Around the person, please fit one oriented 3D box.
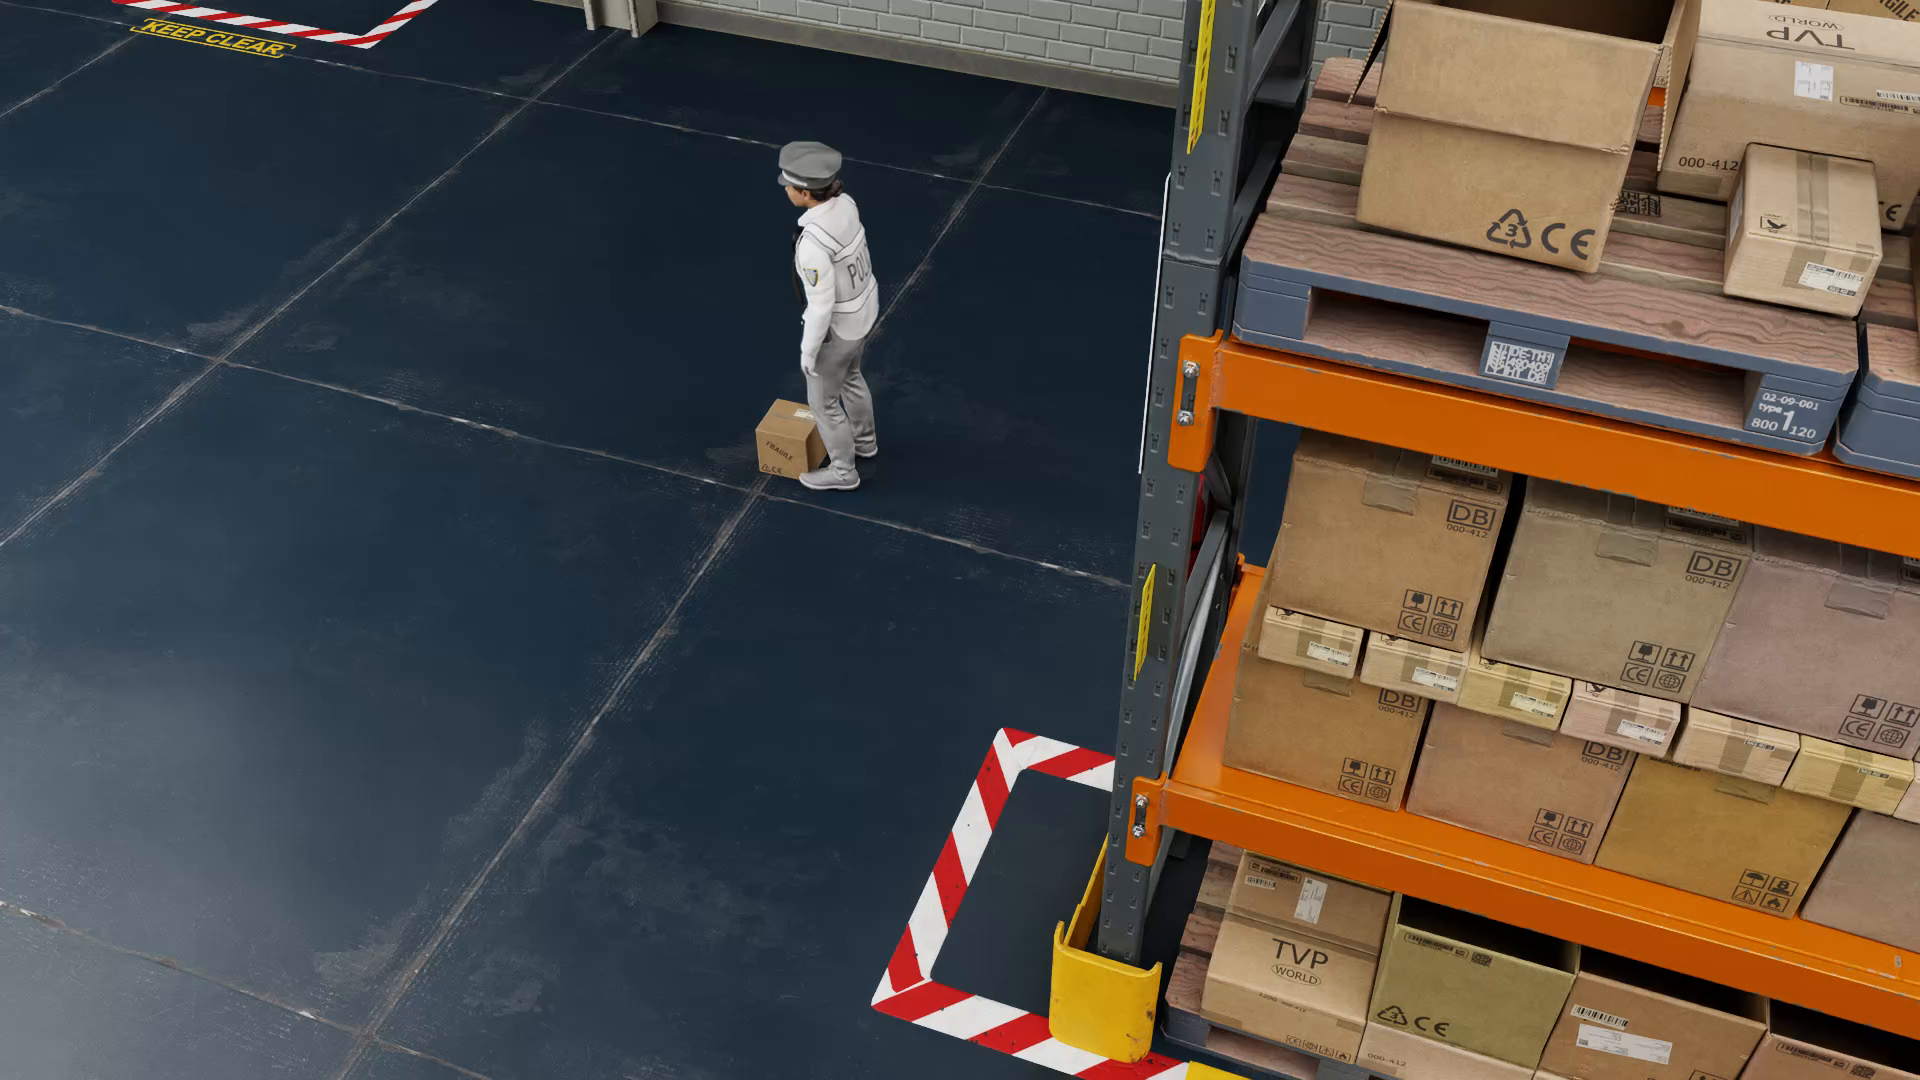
[{"bbox_3d":[-0.552,-0.937,7.204,0.371,1.666,0.547,11,43,13],"label":"person"}]
